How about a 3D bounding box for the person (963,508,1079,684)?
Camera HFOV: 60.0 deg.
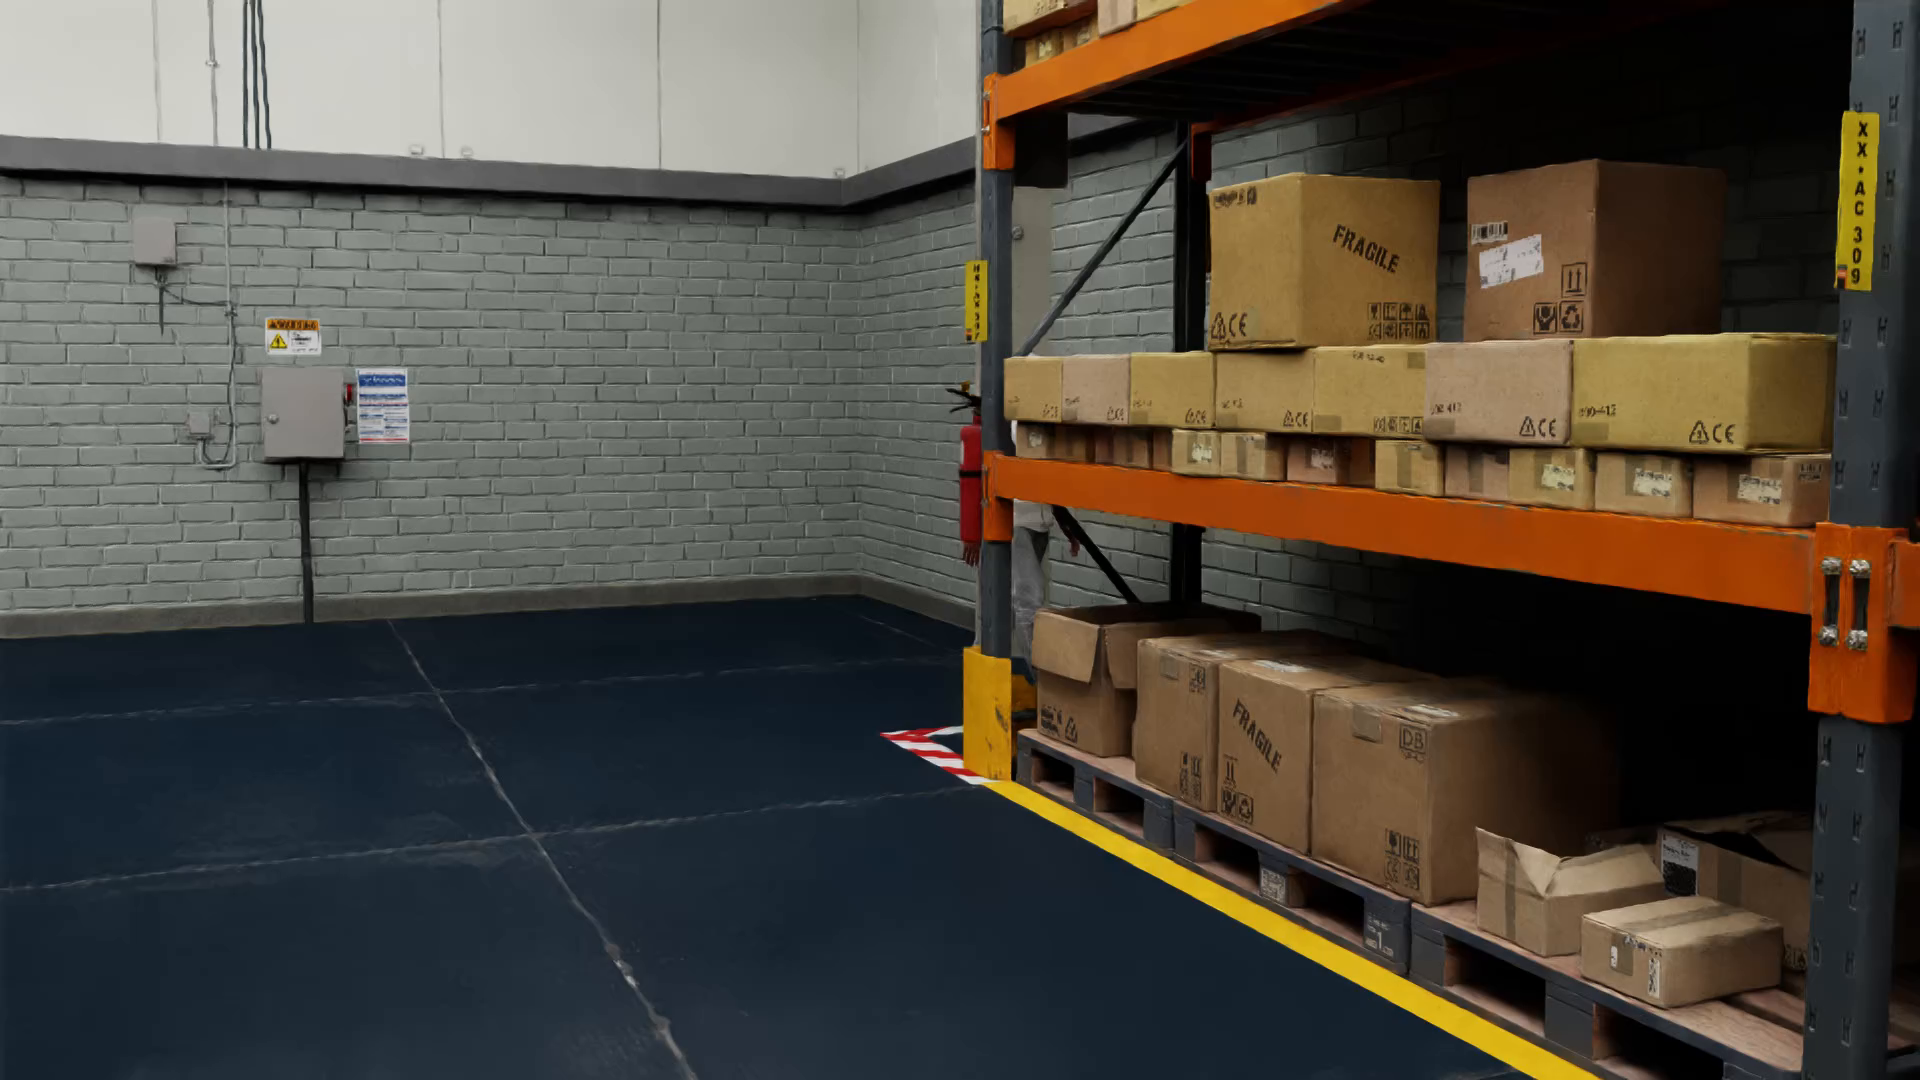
[{"bbox_3d":[0.299,-0.076,8.288,0.692,1.637,0.603,4,6,33],"label":"person"}]
